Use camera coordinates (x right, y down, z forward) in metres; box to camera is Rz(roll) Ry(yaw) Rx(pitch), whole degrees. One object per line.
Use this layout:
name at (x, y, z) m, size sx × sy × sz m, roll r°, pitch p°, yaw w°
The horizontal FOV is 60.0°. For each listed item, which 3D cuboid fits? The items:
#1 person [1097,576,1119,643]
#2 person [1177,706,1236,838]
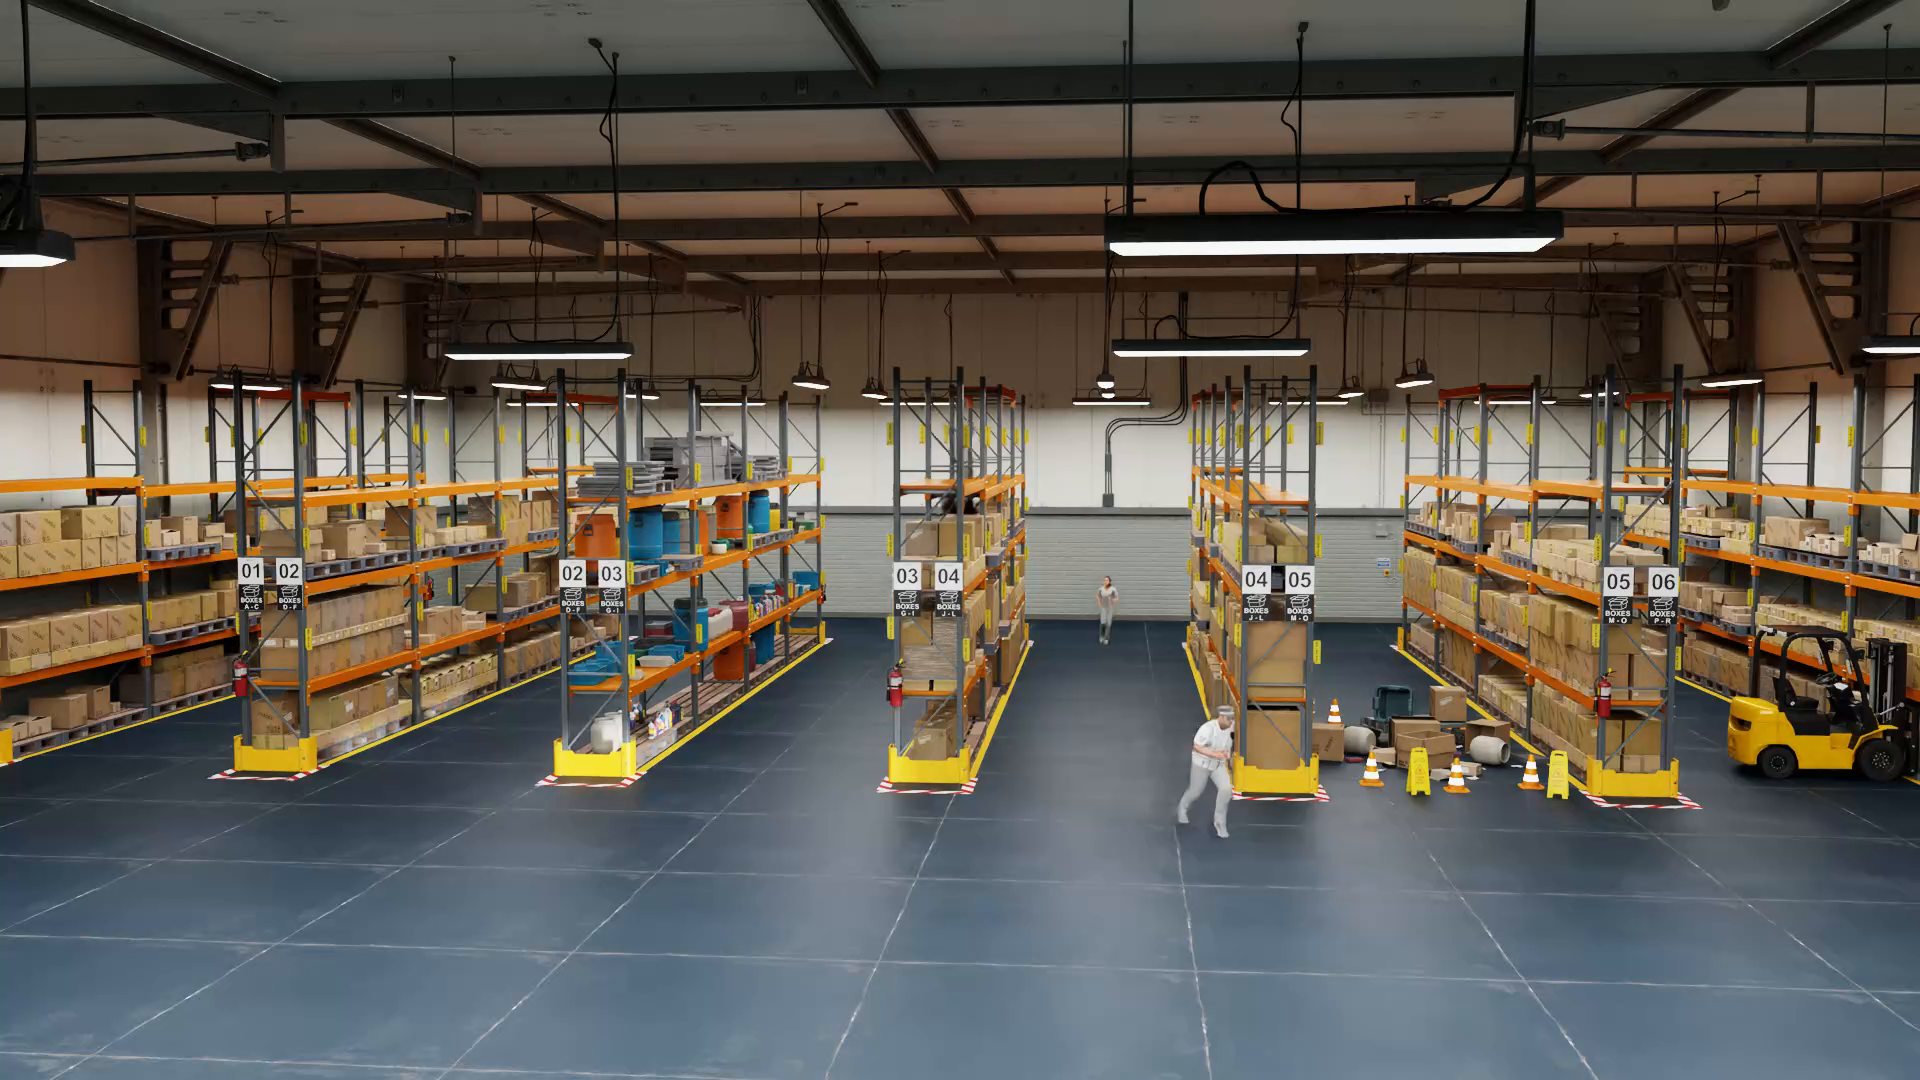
person at (3.545, 1.688, 40.046) m, size 0.547 × 1.637 × 0.600 m, roll 1°, pitch 4°, yaw 10°
person at (3.128, 2.900, 21.096) m, size 0.707 × 1.718 × 1.014 m, roll -2°, pitch 4°, yaw -32°
